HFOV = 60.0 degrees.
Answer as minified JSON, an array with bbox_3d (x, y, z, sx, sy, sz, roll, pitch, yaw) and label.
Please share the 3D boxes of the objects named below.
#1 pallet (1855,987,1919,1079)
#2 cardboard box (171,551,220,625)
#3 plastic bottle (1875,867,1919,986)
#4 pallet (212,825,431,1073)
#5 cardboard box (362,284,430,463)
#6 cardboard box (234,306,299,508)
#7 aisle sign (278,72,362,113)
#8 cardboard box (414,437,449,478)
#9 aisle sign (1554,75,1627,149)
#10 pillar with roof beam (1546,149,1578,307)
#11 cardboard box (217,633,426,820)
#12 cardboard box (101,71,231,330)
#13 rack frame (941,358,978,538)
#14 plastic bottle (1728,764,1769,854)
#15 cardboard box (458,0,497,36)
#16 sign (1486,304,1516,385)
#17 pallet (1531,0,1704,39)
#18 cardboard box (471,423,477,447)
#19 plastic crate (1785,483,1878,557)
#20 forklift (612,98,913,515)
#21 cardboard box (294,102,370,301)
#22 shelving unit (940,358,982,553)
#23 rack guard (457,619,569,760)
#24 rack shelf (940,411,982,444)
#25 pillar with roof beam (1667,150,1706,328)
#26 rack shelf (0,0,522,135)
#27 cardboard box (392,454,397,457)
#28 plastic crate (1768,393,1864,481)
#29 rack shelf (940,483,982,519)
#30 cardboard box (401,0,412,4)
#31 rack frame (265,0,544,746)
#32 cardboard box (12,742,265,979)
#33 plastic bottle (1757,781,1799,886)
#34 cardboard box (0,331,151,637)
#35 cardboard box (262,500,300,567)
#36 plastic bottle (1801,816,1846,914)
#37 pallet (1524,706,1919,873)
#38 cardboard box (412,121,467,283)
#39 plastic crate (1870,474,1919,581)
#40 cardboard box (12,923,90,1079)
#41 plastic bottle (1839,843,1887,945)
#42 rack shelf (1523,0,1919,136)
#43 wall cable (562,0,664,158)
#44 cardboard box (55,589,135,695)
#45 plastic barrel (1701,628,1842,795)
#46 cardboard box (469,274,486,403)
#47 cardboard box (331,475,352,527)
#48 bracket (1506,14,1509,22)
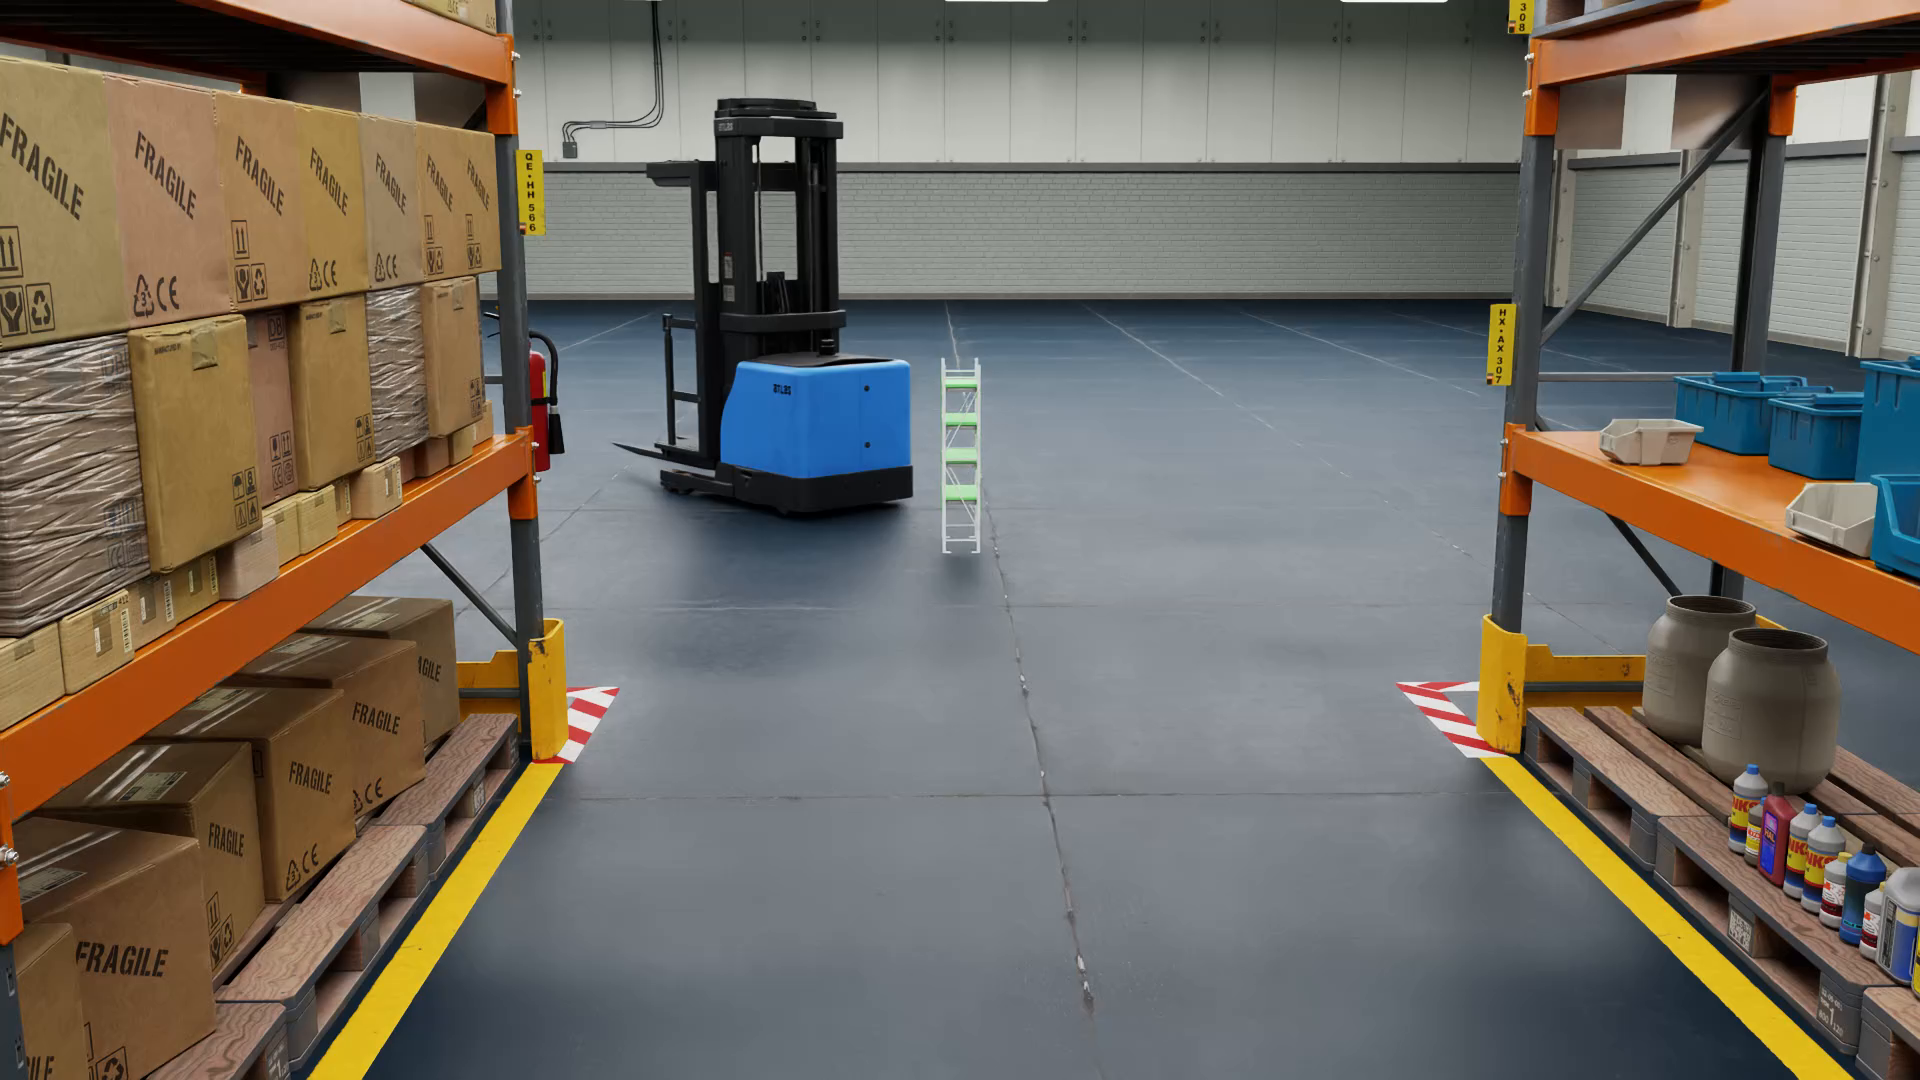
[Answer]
[{"bbox_3d":[2.838,1.377,3.743,1.003,0.211,1.213,0,11,-1],"label":"pallet"},{"bbox_3d":[-1.885,0.094,3.682,0.380,0.149,0.250,0,11,-1],"label":"cardboard box"},{"bbox_3d":[2.499,1.001,4.323,0.152,0.276,0.135,0,11,0],"label":"plastic bottle"},{"bbox_3d":[-2.219,1.154,4.839,1.003,0.211,1.213,0,11,-1],"label":"pallet"},{"bbox_3d":[-2.143,-0.518,5.068,0.875,0.500,0.500,0,11,-1],"label":"cardboard box"},{"bbox_3d":[-2.175,-0.319,4.087,0.875,0.500,0.500,0,11,-1],"label":"cardboard box"},{"bbox_3d":[-2.526,-1.916,6.422,0.394,0.787,0.004,0,11,-1],"label":"aisle sign"},{"bbox_3d":[-1.961,-0.303,5.641,0.380,0.149,0.250,0,11,-1],"label":"cardboard box"},{"bbox_3d":[2.433,-1.939,6.532,0.394,0.787,0.004,0,11,-1],"label":"aisle sign"},{"bbox_3d":[8.588,-9.442,34.969,9.100,9.000,0.548,0,11,-1],"label":"pillar with roof beam"},{"bbox_3d":[-2.182,0.631,5.635,0.500,0.500,0.500,3,12,14],"label":"cardboard box"},{"bbox_3d":[-1.909,-0.711,3.503,0.500,0.500,0.500,0,11,-1],"label":"cardboard box"},{"bbox_3d":[-0.002,-0.604,11.017,0.240,1.200,0.015,0,11,-1],"label":"rack frame"},{"bbox_3d":[2.453,0.832,5.171,0.097,0.271,0.097,0,11,0],"label":"plastic bottle"},{"bbox_3d":[-1.961,-1.933,5.875,0.500,0.250,0.500,0,11,0],"label":"cardboard box"},{"bbox_3d":[2.177,-0.786,6.691,0.100,0.325,0.005,0,11,-1],"label":"sign"},{"bbox_3d":[2.647,-1.864,5.634,1.003,0.211,1.213,0,11,-1],"label":"pallet"},{"bbox_3d":[-2.008,-0.402,6.130,0.380,0.149,0.250,0,11,-1],"label":"cardboard box"},{"bbox_3d":[2.523,-0.049,4.419,0.530,0.136,0.437,0,11,-1],"label":"plastic crate"},{"bbox_3d":[-1.684,-1.847,12.791,1.130,2.935,3.031,-10,15,-39],"label":"forklift"},{"bbox_3d":[-1.940,-0.909,4.483,0.500,0.500,0.500,0,11,-1],"label":"cardboard box"},{"bbox_3d":[0.003,-0.555,10.778,0.258,1.200,0.503,0,11,-1],"label":"shelving unit"},{"bbox_3d":[-2.223,0.609,6.800,1.175,0.500,0.348,0,11,-1],"label":"rack guard"},{"bbox_3d":[0.003,-0.728,10.743,0.258,0.148,0.480,0,11,-1],"label":"rack shelf"},{"bbox_3d":[8.712,-8.250,29.090,9.100,9.000,0.400,0,11,-1],"label":"pillar with roof beam"},{"bbox_3d":[-2.183,-1.351,4.439,1.077,0.370,4.000,0,11,-1],"label":"rack shelf"},{"bbox_3d":[-1.970,-0.204,5.151,0.380,0.149,0.250,0,11,-1],"label":"cardboard box"},{"bbox_3d":[3.045,-0.351,5.620,0.499,0.251,0.408,0,11,-1],"label":"plastic crate"},{"bbox_3d":[0.003,-0.257,10.838,0.258,0.148,0.480,0,11,-1],"label":"rack shelf"},{"bbox_3d":[-1.945,-1.732,4.884,0.500,0.250,0.500,0,11,0],"label":"cardboard box"},{"bbox_3d":[-2.224,-0.631,6.626,1.000,3.000,0.127,0,11,-1],"label":"rack frame"},{"bbox_3d":[-2.221,0.867,4.474,0.500,0.500,0.500,-1,12,-6],"label":"cardboard box"},{"bbox_3d":[2.440,0.871,4.947,0.061,0.283,0.133,0,11,0],"label":"plastic bottle"},{"bbox_3d":[-2.089,-0.120,3.109,0.875,0.500,0.500,0,11,-1],"label":"cardboard box"},{"bbox_3d":[-1.896,-0.005,4.172,0.380,0.149,0.250,0,11,-1],"label":"cardboard box"},{"bbox_3d":[2.462,0.920,4.737,0.097,0.271,0.097,0,11,0],"label":"plastic bottle"},{"bbox_3d":[2.787,0.892,6.133,1.003,0.211,1.213,0,11,-1],"label":"pallet"},{"bbox_3d":[-1.950,-1.108,5.463,0.500,0.500,0.500,0,11,-1],"label":"cardboard box"},{"bbox_3d":[2.516,-0.002,3.900,0.499,0.251,0.616,0,11,-1],"label":"plastic crate"},{"bbox_3d":[-2.110,1.104,3.306,0.500,0.500,0.500,-1,11,-3],"label":"cardboard box"},{"bbox_3d":[2.467,0.960,4.538,0.097,0.271,0.097,0,11,0],"label":"plastic bottle"},{"bbox_3d":[2.769,-1.371,4.539,1.077,0.370,4.000,0,11,-1],"label":"rack shelf"},{"bbox_3d":[-7.849,-11.624,37.170,2.305,6.003,0.169,0,11,-1],"label":"wall cable"},{"bbox_3d":[-1.838,0.193,3.193,0.380,0.149,0.250,0,11,-1],"label":"cardboard box"},{"bbox_3d":[2.828,0.592,5.797,0.421,0.512,0.421,0,11,0],"label":"plastic barrel"},{"bbox_3d":[-2.241,-0.716,6.047,0.875,0.500,0.500,0,11,-1],"label":"cardboard box"},{"bbox_3d":[-1.940,-0.104,4.661,0.380,0.149,0.250,0,11,-1],"label":"cardboard box"},{"bbox_3d":[12.479,-11.776,37.420,0.235,0.232,0.430,0,11,-1],"label":"bracket"}]
